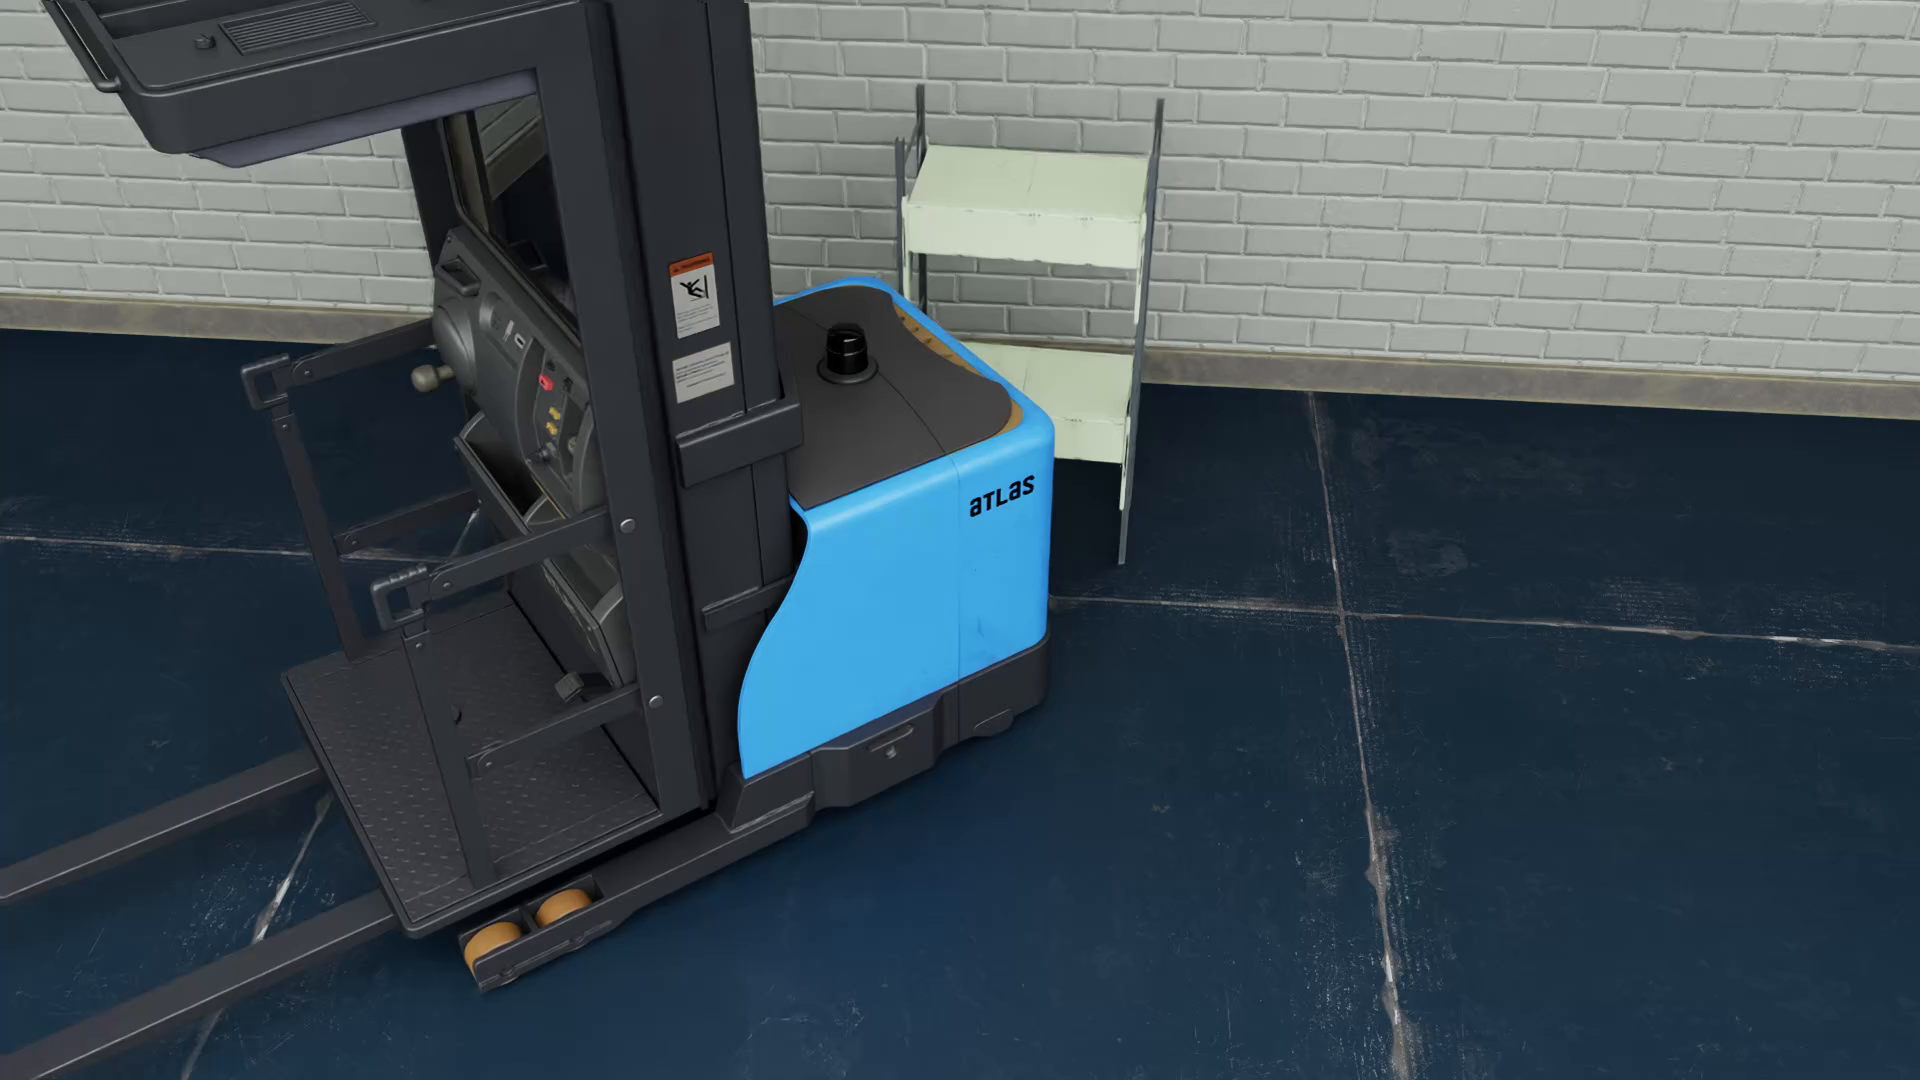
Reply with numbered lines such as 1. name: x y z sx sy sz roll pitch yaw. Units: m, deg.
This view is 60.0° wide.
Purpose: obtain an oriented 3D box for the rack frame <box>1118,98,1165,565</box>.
1. rack frame: 0.576 -0.623 5.327 0.023 1.500 0.400 5 39 6

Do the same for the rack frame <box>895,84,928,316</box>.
1. rack frame: -0.148 -0.690 5.409 0.023 1.500 0.400 5 39 6

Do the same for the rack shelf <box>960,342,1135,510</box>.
1. rack shelf: 0.214 -0.404 5.574 0.720 0.370 0.431 5 39 6

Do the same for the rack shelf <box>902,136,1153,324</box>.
1. rack shelf: 0.214 -0.959 5.122 0.720 0.370 0.431 5 39 6

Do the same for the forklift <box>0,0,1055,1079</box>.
1. forklift: -1.238 -0.361 3.872 3.031 2.935 1.130 -23 44 -25

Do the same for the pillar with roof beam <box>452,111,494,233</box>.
1. pillar with roof beam: -2.005 -1.451 0.404 0.400 9.000 9.100 3 39 4

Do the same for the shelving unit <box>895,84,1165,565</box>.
1. shelving unit: 0.214 -0.656 5.368 0.755 1.500 0.431 5 39 6
